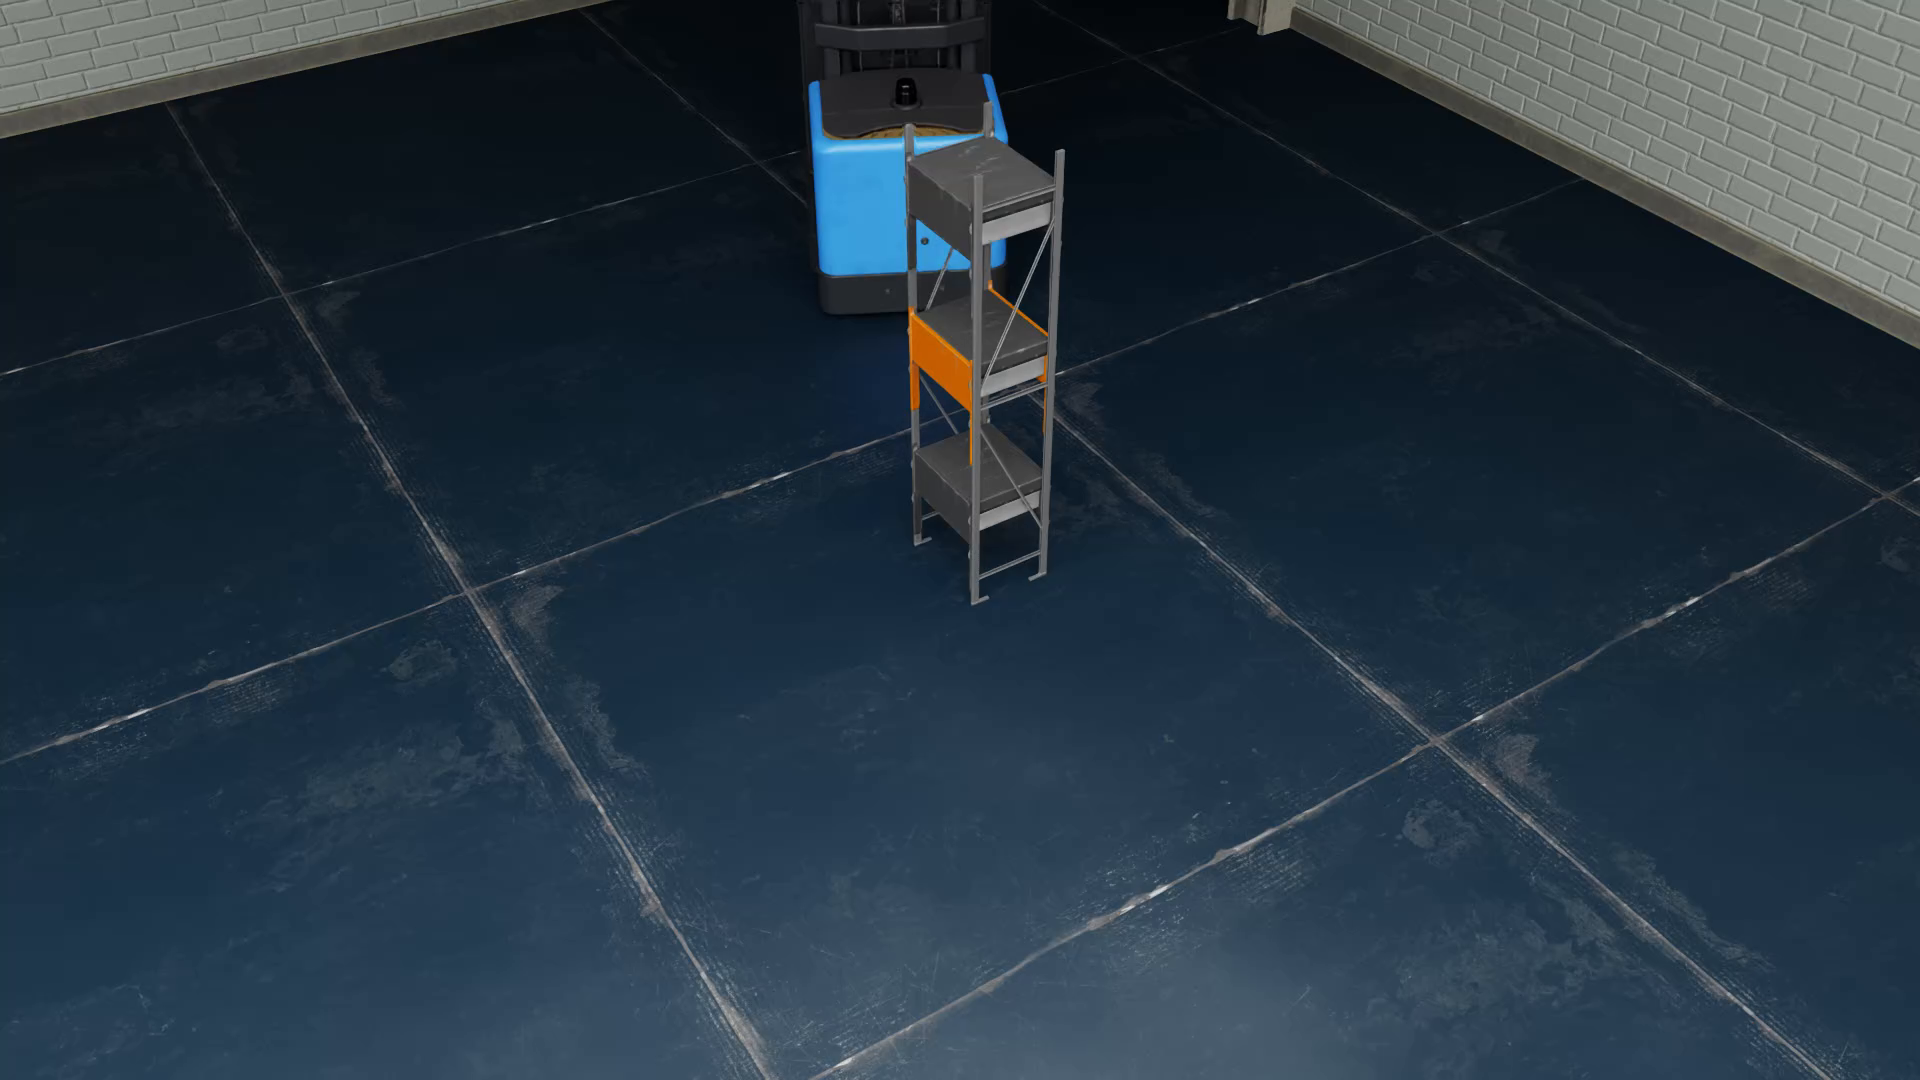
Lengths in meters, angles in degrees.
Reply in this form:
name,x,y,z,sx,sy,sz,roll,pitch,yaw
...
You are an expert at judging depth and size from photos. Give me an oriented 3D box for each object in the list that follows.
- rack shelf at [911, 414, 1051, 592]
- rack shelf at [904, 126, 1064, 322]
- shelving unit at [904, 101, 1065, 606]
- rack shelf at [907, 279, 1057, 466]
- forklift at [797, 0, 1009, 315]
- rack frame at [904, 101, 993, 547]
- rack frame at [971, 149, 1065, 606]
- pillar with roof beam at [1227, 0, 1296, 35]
name,x,y,z,sx,sy,sz,roll,pitch,yaw
rack shelf,0.089,-0.169,7.427,0.431,0.518,0.480,-22,45,-24
rack shelf,0.089,-1.245,6.531,0.431,0.518,0.480,-22,45,-24
shelving unit,0.089,-0.717,6.971,0.431,2.100,0.503,-22,45,-24
rack shelf,0.089,-0.707,6.979,0.431,0.518,0.480,-22,45,-24
forklift,-0.392,-3.297,9.417,1.130,2.935,3.031,-4,40,-4
rack frame,-0.042,-0.849,7.129,0.400,2.100,0.015,-22,45,-24
rack frame,0.220,-0.586,6.813,0.400,2.100,0.015,-22,45,-24
pillar with roof beam,-1.399,-5.832,7.719,9.100,9.000,0.400,-22,45,-24
